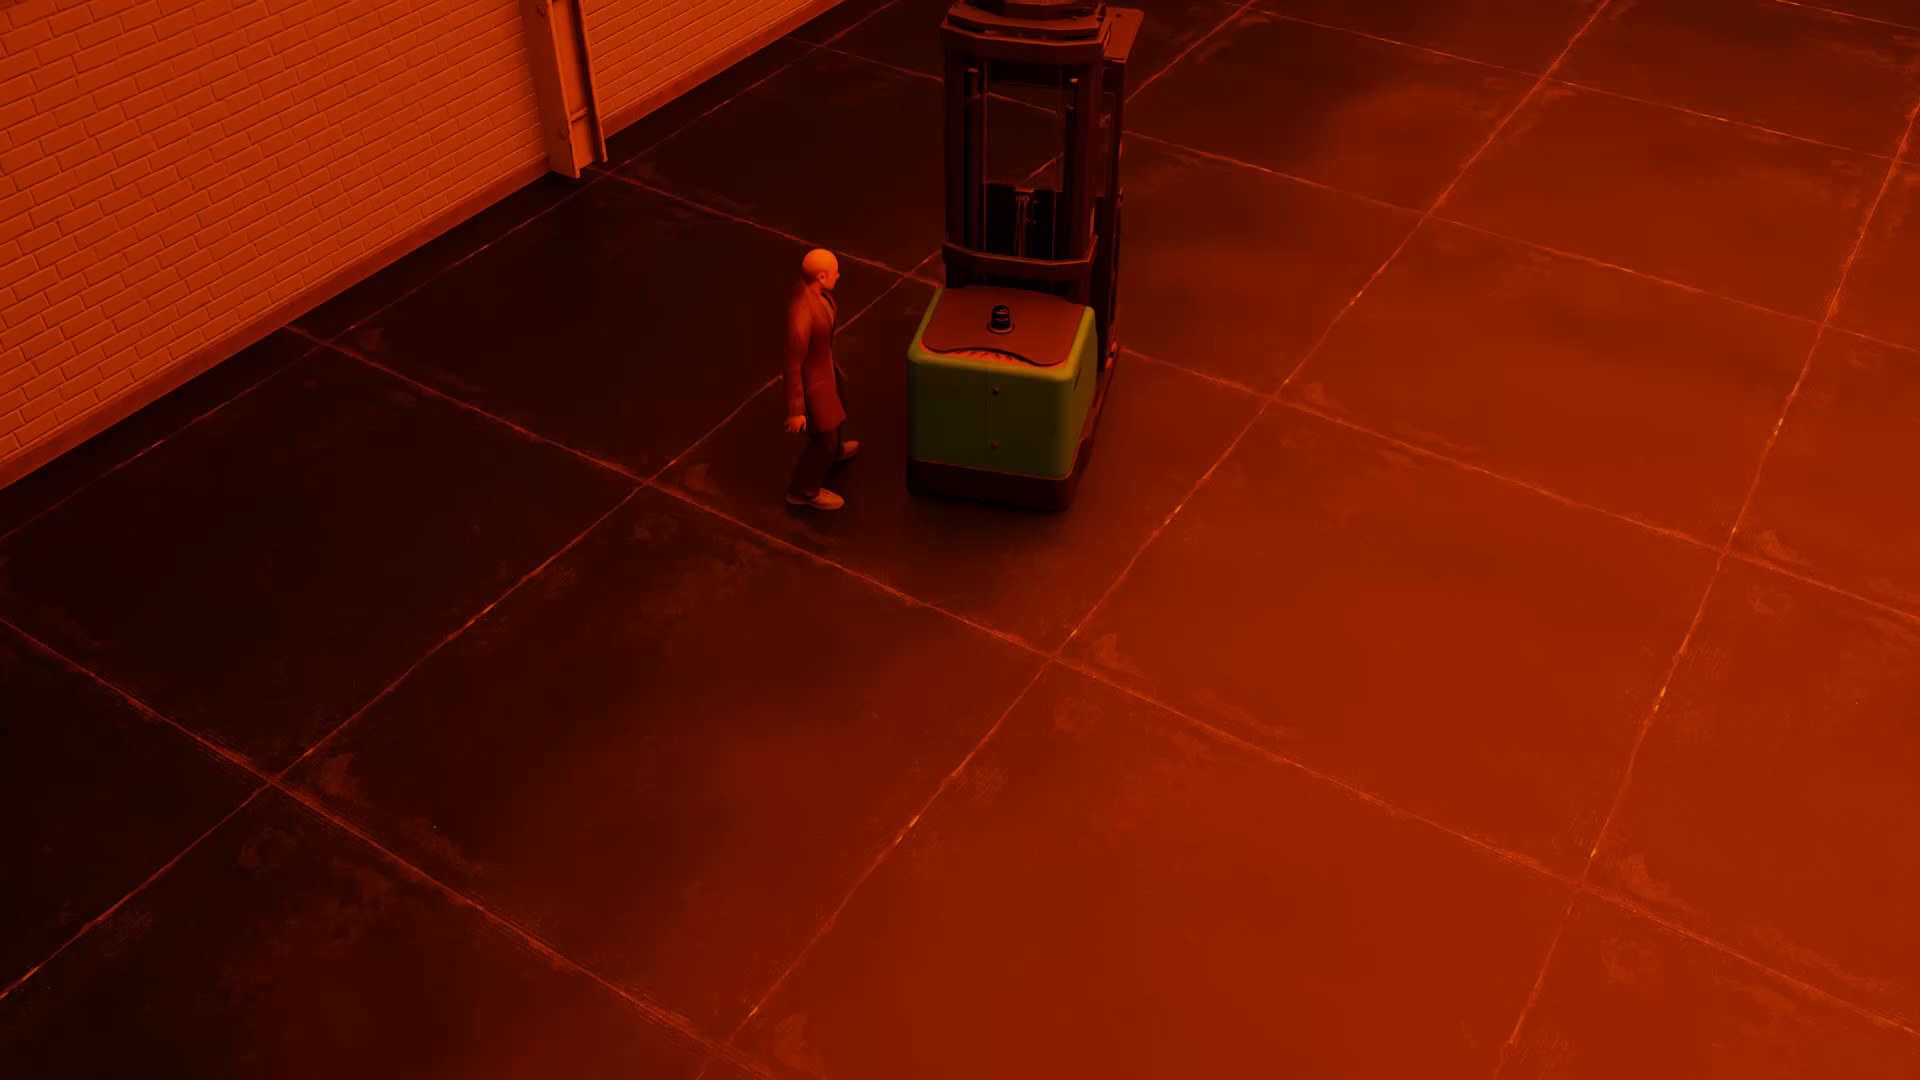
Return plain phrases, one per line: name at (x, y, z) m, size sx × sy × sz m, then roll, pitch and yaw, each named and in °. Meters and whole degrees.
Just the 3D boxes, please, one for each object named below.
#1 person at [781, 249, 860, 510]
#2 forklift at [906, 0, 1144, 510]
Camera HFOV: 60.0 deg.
person at (-0.882, -0.986, 10.053) m, size 0.426 × 1.750 × 0.899 m, roll 1°, pitch 40°, yaw 1°
forklift at (0.504, -2.265, 10.640) m, size 1.130 × 2.935 × 3.031 m, roll 9°, pitch 41°, yaw 10°
